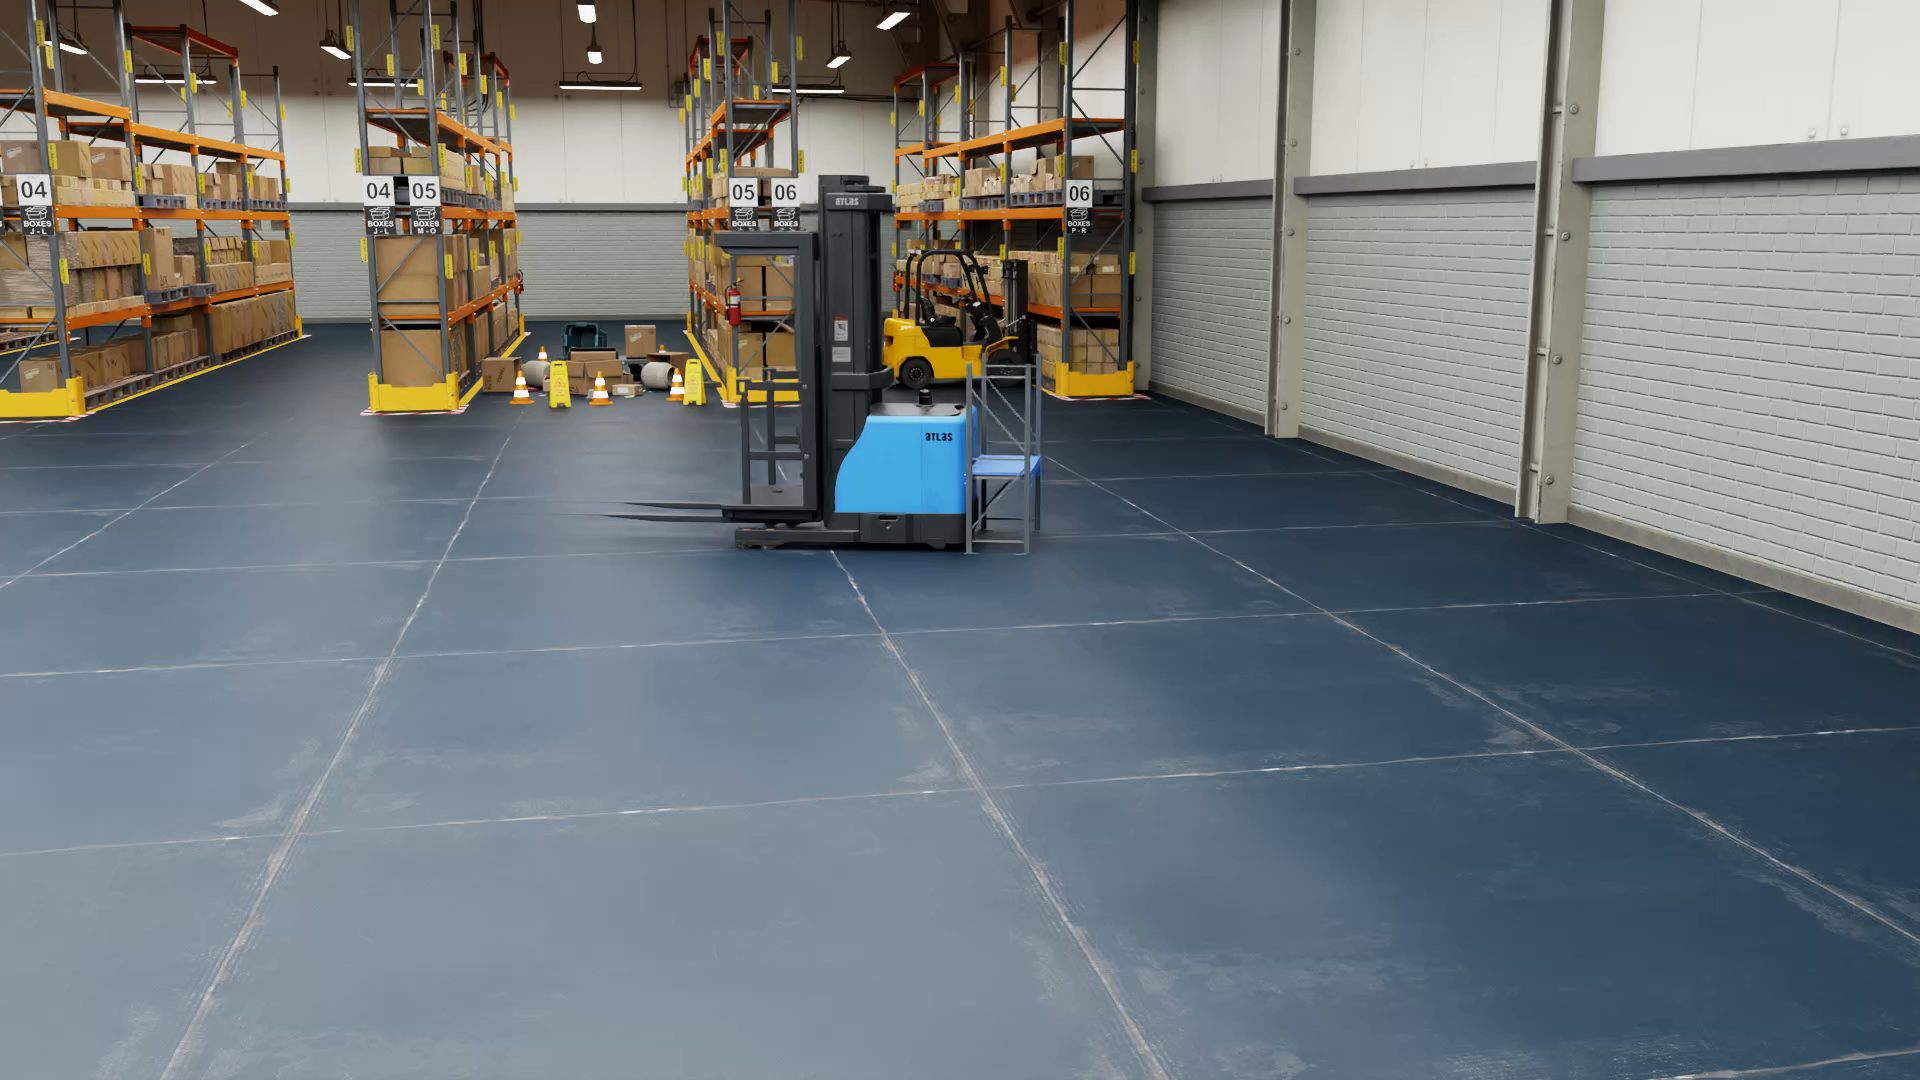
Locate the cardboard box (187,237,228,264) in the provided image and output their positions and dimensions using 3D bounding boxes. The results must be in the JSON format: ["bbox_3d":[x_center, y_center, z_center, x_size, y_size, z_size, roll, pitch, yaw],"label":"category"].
[{"bbox_3d":[-14.484,-5.542,31.842,0.797,0.503,0.637,-2,11,-9],"label":"cardboard box"}]

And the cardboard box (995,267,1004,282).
[{"bbox_3d":[0.924,-4.684,29.346,0.500,0.250,0.500,-2,11,-12],"label":"cardboard box"}]

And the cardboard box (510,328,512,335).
[{"bbox_3d":[-9.797,-4.452,35.564,0.380,0.149,0.250,-2,11,-9],"label":"cardboard box"}]

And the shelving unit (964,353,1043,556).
[{"bbox_3d":[0.364,-0.718,13.456,0.538,1.500,1.048,1,11,7],"label":"shelving unit"}]

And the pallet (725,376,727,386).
[{"bbox_3d":[-3.192,-2.534,26.445,1.003,0.211,1.213,-2,11,-11],"label":"pallet"}]

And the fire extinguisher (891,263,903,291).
[{"bbox_3d":[-1.546,-6.421,40.613,0.296,0.674,0.183,-2,11,-11],"label":"fire extinguisher"}]

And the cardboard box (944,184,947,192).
[{"bbox_3d":[-0.118,-7.197,34.002,0.380,0.149,0.250,-2,11,-11],"label":"cardboard box"}]

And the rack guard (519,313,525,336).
[{"bbox_3d":[-10.753,-5.010,38.683,1.175,0.500,0.348,-2,11,-11],"label":"rack guard"}]

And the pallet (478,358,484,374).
[{"bbox_3d":[-8.899,-3.044,29.127,1.003,0.211,1.213,-2,11,-11],"label":"pallet"}]

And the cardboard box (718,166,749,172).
[{"bbox_3d":[-3.836,-6.203,28.184,0.500,0.250,0.500,-2,11,-10],"label":"cardboard box"}]

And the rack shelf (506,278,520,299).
[{"bbox_3d":[-10.379,-5.532,36.663,1.077,0.370,4.000,-2,11,-11],"label":"rack shelf"}]

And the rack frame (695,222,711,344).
[{"bbox_3d":[-5.154,-5.717,35.711,1.000,3.000,0.127,-2,11,-11],"label":"rack frame"}]

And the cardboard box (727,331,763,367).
[{"bbox_3d":[-3.232,-2.878,25.018,0.500,0.500,0.500,-2,11,-11],"label":"cardboard box"}]

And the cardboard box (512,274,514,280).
[{"bbox_3d":[-10.280,-5.941,37.559,0.380,0.149,0.250,-2,11,-9],"label":"cardboard box"}]

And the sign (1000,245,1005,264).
[{"bbox_3d":[0.739,-4.939,28.741,0.100,0.325,0.005,-2,11,-11],"label":"sign"}]

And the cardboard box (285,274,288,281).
[{"bbox_3d":[-15.161,-5.820,36.922,0.380,0.149,0.250,-2,11,-11],"label":"cardboard box"}]

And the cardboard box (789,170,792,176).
[{"bbox_3d":[-2.718,-5.473,24.947,0.380,0.149,0.250,-2,11,-11],"label":"cardboard box"}]

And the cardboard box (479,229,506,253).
[{"bbox_3d":[-9.839,-6.297,35.019,0.500,0.500,0.500,-2,11,-10],"label":"cardboard box"}]

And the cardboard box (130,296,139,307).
[{"bbox_3d":[-12.950,-3.691,25.739,0.380,0.149,0.250,-2,11,-11],"label":"cardboard box"}]

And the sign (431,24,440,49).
[{"bbox_3d":[-7.111,-6.820,22.542,0.100,0.325,0.005,-2,11,-11],"label":"sign"}]

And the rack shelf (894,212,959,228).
[{"bbox_3d":[-0.675,-7.385,38.377,1.077,0.370,4.000,-2,11,-11],"label":"rack shelf"}]

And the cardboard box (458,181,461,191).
[{"bbox_3d":[-7.899,-5.461,25.626,0.380,0.149,0.250,-2,11,-11],"label":"cardboard box"}]

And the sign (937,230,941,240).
[{"bbox_3d":[-0.516,-7.372,40.467,0.100,0.325,0.005,-2,11,-11],"label":"sign"}]

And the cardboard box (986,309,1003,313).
[{"bbox_3d":[0.696,-4.569,33.505,0.380,0.149,0.250,-2,11,-8],"label":"cardboard box"}]

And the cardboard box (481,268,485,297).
[{"bbox_3d":[-8.565,-4.484,28.966,0.500,0.500,0.500,-2,11,-10],"label":"cardboard box"}]

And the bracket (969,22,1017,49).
[{"bbox_3d":[0.700,-10.209,33.642,0.076,0.066,4.783,-2,11,-11],"label":"bracket"}]

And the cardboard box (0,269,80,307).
[{"bbox_3d":[-12.621,-3.453,22.753,0.875,0.500,0.500,-2,11,-11],"label":"cardboard box"}]

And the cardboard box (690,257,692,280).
[{"bbox_3d":[-5.914,-6.216,38.063,0.500,0.500,0.500,-2,11,-11],"label":"cardboard box"}]

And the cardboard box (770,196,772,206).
[{"bbox_3d":[-2.566,-4.939,24.273,0.380,0.149,0.250,-2,11,-11],"label":"cardboard box"}]

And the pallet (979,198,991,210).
[{"bbox_3d":[0.932,-6.219,30.832,1.003,0.211,1.213,-2,11,-8],"label":"pallet"}]

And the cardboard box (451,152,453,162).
[{"bbox_3d":[-7.705,-5.668,24.579,0.380,0.149,0.250,-2,11,-10],"label":"cardboard box"}]

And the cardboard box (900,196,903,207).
[{"bbox_3d":[-1.127,-7.994,39.258,0.500,0.250,0.500,-2,11,-10],"label":"cardboard box"}]

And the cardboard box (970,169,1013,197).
[{"bbox_3d":[0.590,-6.712,31.259,0.700,0.500,0.500,-2,11,-12],"label":"cardboard box"}]

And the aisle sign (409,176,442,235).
[{"bbox_3d":[-7.348,-4.593,22.851,0.394,0.787,0.004,-2,11,-11],"label":"aisle sign"}]

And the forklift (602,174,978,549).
[{"bbox_3d":[-1.392,-1.461,13.536,3.031,2.935,1.130,1,11,5],"label":"forklift"}]

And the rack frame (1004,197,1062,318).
[{"bbox_3d":[1.270,-4.431,28.955,1.000,3.000,0.127,-2,11,-11],"label":"rack frame"}]

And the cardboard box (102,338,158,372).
[{"bbox_3d":[-13.417,-2.991,26.897,0.700,0.500,0.500,-3,11,-15],"label":"cardboard box"}]

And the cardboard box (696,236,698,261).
[{"bbox_3d":[-5.225,-6.074,34.645,0.500,0.500,0.500,-2,11,-11],"label":"cardboard box"}]

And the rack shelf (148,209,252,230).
[{"bbox_3d":[-14.486,-6.110,31.678,1.077,0.370,4.000,-2,11,-11],"label":"rack shelf"}]

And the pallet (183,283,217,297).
[{"bbox_3d":[-13.854,-4.402,29.315,1.213,0.211,1.003,-2,11,-11],"label":"pallet"}]

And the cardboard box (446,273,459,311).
[{"bbox_3d":[-7.887,-3.665,24.529,0.875,0.550,0.550,-2,11,-11],"label":"cardboard box"}]

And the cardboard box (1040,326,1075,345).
[{"bbox_3d":[1.547,-3.211,26.100,0.500,0.250,0.500,-2,11,-10],"label":"cardboard box"}]

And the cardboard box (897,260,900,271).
[{"bbox_3d":[-1.240,-6.611,40.015,0.500,0.250,0.500,-2,11,-11],"label":"cardboard box"}]

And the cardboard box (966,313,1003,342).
[{"bbox_3d":[0.600,-4.090,32.388,0.875,0.625,0.625,-2,11,-9],"label":"cardboard box"}]

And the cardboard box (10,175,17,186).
[{"bbox_3d":[-12.837,-4.843,22.432,0.380,0.149,0.250,-2,11,-13],"label":"cardboard box"}]

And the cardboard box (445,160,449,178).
[{"bbox_3d":[-7.598,-5.310,23.765,0.500,0.250,0.500,-2,11,-12],"label":"cardboard box"}]

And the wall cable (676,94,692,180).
[{"bbox_3d":[-7.315,-10.431,44.432,0.463,3.000,0.029,-2,11,-11],"label":"wall cable"}]

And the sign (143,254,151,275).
[{"bbox_3d":[-12.788,-4.336,26.139,0.100,0.325,0.005,-2,11,-11],"label":"sign"}]
